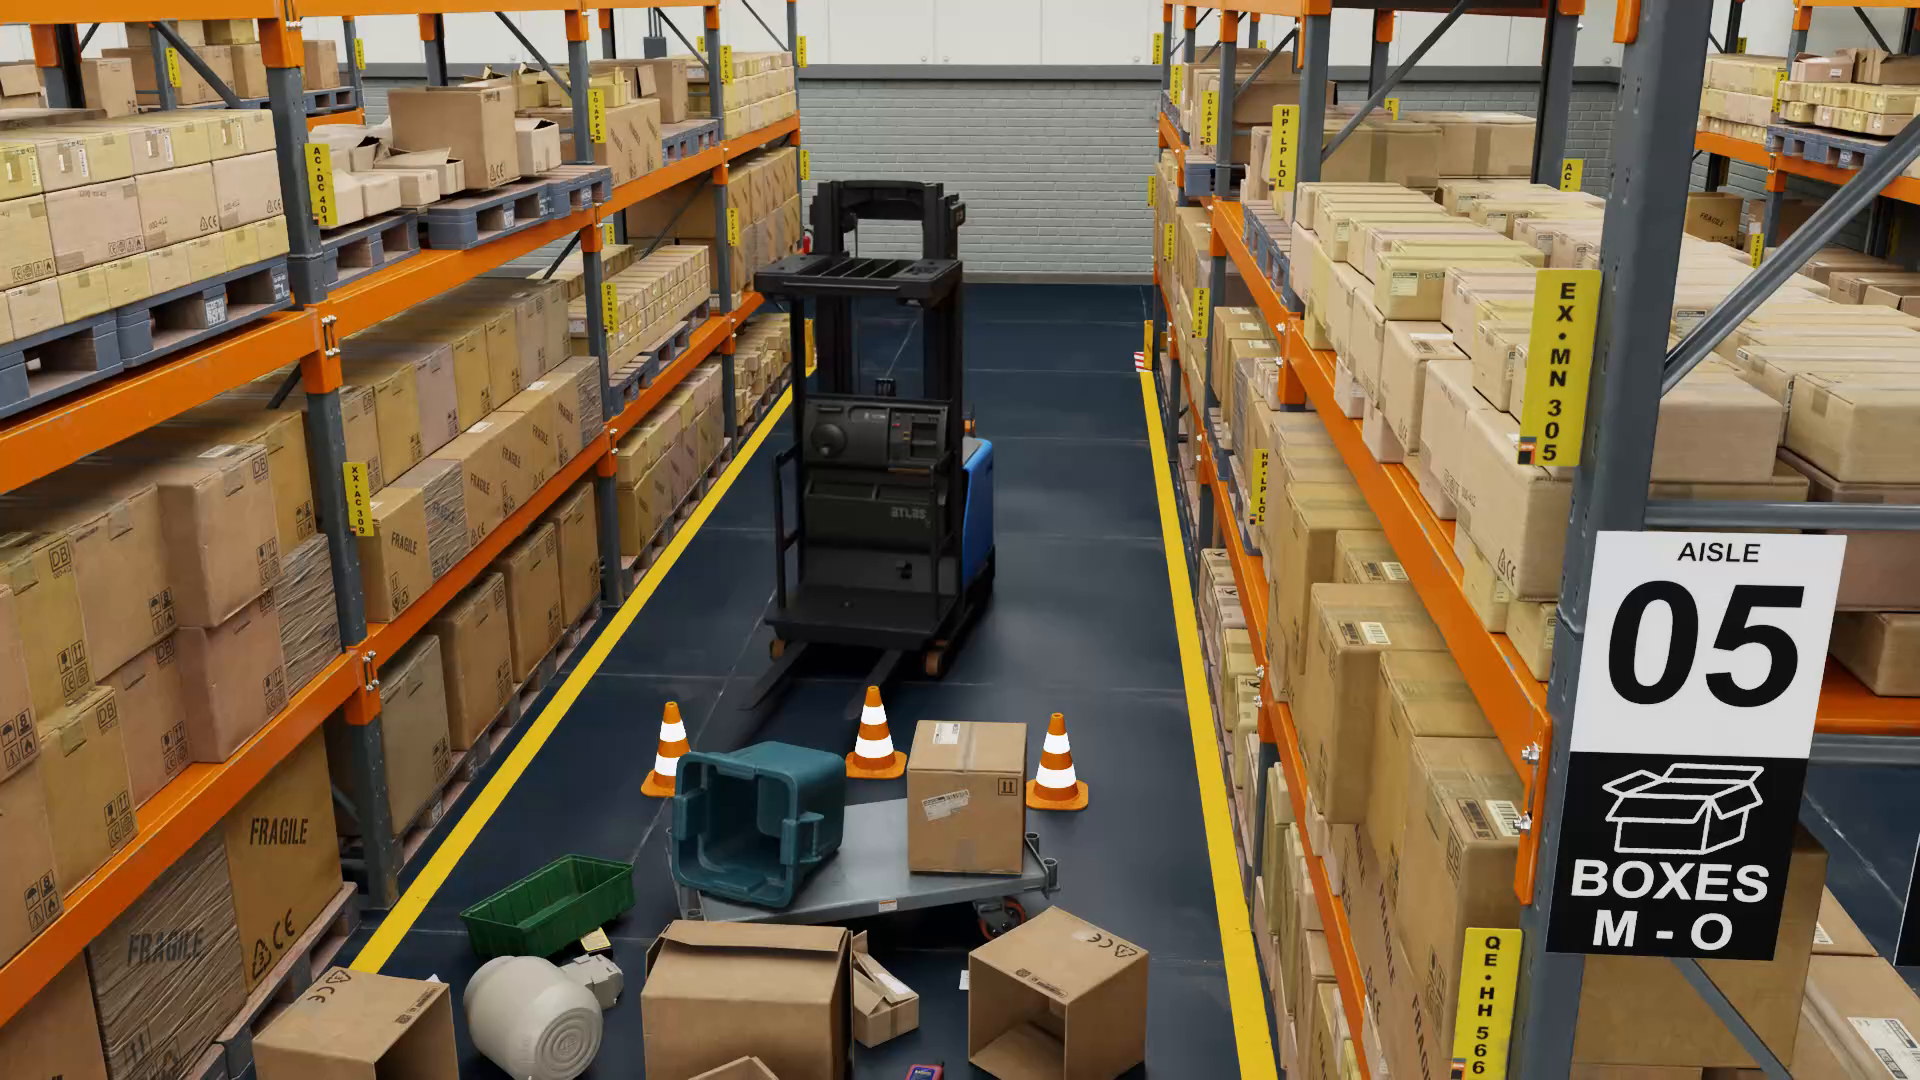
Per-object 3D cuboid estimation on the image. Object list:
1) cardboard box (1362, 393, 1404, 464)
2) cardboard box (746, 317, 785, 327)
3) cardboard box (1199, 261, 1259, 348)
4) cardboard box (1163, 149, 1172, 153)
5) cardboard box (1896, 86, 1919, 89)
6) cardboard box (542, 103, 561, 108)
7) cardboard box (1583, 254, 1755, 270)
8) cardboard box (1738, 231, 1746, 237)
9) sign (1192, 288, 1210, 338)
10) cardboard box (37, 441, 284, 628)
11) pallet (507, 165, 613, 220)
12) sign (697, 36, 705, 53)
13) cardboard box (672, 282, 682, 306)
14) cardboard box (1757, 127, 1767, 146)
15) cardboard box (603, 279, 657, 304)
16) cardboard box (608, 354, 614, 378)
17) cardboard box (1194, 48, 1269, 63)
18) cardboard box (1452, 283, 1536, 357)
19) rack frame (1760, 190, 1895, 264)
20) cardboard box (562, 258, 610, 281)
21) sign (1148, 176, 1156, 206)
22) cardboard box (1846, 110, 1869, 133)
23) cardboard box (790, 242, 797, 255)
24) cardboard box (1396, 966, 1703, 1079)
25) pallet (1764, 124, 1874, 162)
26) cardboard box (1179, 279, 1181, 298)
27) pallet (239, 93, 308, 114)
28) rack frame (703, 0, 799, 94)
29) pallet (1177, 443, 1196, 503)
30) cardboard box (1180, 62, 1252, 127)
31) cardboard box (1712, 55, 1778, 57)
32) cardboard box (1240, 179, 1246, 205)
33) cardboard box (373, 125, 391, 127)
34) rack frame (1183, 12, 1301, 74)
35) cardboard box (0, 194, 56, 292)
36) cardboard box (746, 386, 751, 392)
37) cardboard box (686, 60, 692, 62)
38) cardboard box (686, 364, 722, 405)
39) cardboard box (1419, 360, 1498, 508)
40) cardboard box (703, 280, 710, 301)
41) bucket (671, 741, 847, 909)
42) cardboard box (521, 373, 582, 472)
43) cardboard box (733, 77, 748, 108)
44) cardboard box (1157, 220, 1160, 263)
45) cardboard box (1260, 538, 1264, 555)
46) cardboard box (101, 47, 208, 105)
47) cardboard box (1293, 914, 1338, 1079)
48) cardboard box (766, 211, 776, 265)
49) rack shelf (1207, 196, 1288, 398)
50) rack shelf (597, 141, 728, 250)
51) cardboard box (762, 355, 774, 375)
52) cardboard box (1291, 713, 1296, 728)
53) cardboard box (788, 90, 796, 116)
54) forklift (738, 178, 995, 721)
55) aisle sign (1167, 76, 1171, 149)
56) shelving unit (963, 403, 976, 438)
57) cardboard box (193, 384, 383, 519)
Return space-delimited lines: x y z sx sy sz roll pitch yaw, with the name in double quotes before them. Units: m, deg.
"cardboard box" 1.342 -0.315 4.654 0.380 0.149 0.250 1 18 3
"cardboard box" -2.128 -2.343 18.206 0.380 0.149 0.250 2 18 5
"cardboard box" 1.879 -1.588 11.185 0.500 0.500 0.500 1 18 2
"cardboard box" 2.375 -4.110 17.842 0.380 0.149 0.250 2 18 5
"cardboard box" 7.403 -3.391 12.728 0.380 0.149 0.250 2 18 5
"cardboard box" -3.031 -2.789 11.641 0.500 0.500 0.500 1 18 4
"cardboard box" 1.899 -0.677 4.477 0.380 0.149 0.250 2 18 5
"cardboard box" 7.822 -3.035 17.131 0.500 0.250 0.500 1 18 4
"sign" 1.549 -1.460 10.703 0.100 0.325 0.005 1 18 4
"cardboard box" -3.112 -0.033 6.231 0.875 0.550 0.550 1 18 4
"pallet" -2.834 -2.112 10.039 1.213 0.211 1.003 2 18 6
"sign" -2.809 -5.315 18.107 0.100 0.325 0.005 1 18 4
"cardboard box" -2.460 -1.989 13.428 0.380 0.149 0.250 0 18 1
"cardboard box" 7.072 -3.456 14.238 0.380 0.149 0.250 1 18 4
"cardboard box" -2.522 -1.888 12.642 0.380 0.149 0.250 2 18 6
"cardboard box" -2.608 -1.193 11.474 0.380 0.149 0.250 1 18 3
"cardboard box" 2.455 -4.282 15.356 0.797 0.503 0.637 3 18 8
"cardboard box" 1.411 -0.523 4.008 0.380 0.149 0.250 1 18 4
"rack frame" 7.341 -2.031 14.306 1.000 3.000 0.127 1 18 4
"cardboard box" -3.097 -2.227 13.677 0.380 0.149 0.250 1 18 3
"sign" 2.124 -3.847 18.328 0.100 0.325 0.005 1 18 4
"cardboard box" 6.825 -3.105 12.332 0.380 0.149 0.250 2 18 5
"cardboard box" -2.009 -3.236 18.384 0.380 0.149 0.250 1 18 4
"cardboard box" 1.294 1.222 3.737 0.500 0.500 0.500 1 18 3
"pallet" 7.224 -3.167 13.254 1.213 0.211 1.003 1 18 4
"cardboard box" 2.068 -2.014 13.692 0.500 0.250 0.500 2 18 5
"pallet" -7.335 -4.377 16.790 1.003 0.211 1.213 1 18 4
"rack frame" -2.268 -6.313 17.739 1.000 3.000 0.127 1 18 4
"pallet" 2.410 -0.575 14.338 1.003 0.211 1.213 1 18 4
"cardboard box" 2.038 -3.546 13.276 0.500 0.500 0.500 1 18 3
"cardboard box" 7.837 -4.701 16.596 0.500 0.250 0.500 1 18 2
"cardboard box" 1.911 -2.111 10.134 0.380 0.149 0.250 1 18 4
"cardboard box" -3.148 -2.204 9.420 0.500 0.250 0.500 2 18 5
"rack frame" 2.390 -4.992 13.706 1.000 3.000 0.127 1 18 4
"cardboard box" -3.017 -0.850 4.811 0.500 0.250 0.500 1 18 4
"cardboard box" -2.254 -1.412 16.319 0.380 0.149 0.250 1 18 3
"cardboard box" -2.684 -4.343 15.340 0.380 0.149 0.250 2 18 6
"cardboard box" -2.356 -1.351 14.365 0.500 0.250 0.500 1 18 2
"cardboard box" 1.348 -0.231 3.755 0.500 0.250 0.500 1 18 3
"cardboard box" -2.385 -2.173 14.465 0.380 0.149 0.250 1 18 3
"bucket" -0.838 1.191 7.286 0.726 0.611 0.620 8 10 23
"cardboard box" -2.643 -0.725 10.157 0.500 0.500 0.500 1 18 4
"cardboard box" -2.240 -4.111 15.272 0.500 0.250 0.500 1 18 4
"cardboard box" 2.348 -3.131 17.499 0.500 0.500 0.500 1 18 3
"cardboard box" 1.615 0.016 7.786 0.380 0.149 0.250 1 18 2
"cardboard box" -7.498 -4.327 15.497 0.700 0.500 0.500 0 18 1
"cardboard box" 1.439 1.599 5.763 0.500 0.500 0.500 2 18 7
"cardboard box" -2.158 -3.034 16.727 0.500 0.500 0.500 2 18 7
"rack shelf" 1.960 -1.361 8.598 1.077 0.370 4.000 1 18 4
"rack shelf" -2.698 -2.683 12.631 1.077 0.370 4.000 1 18 4
"cardboard box" -2.110 -1.791 16.996 0.380 0.149 0.250 1 18 4
"cardboard box" 1.508 0.633 6.577 0.380 0.149 0.250 2 18 6
"cardboard box" -2.036 -4.670 17.780 0.500 0.250 0.500 1 18 3
"forklift" -0.579 -0.670 10.261 1.130 2.935 3.031 4 19 12
"aisle sign" 2.393 -4.648 18.115 0.394 0.787 0.004 1 18 4
"shelving unit" 0.004 -0.516 12.810 0.215 1.050 0.252 1 18 4
"cardboard box" -3.098 -0.413 7.599 0.700 0.500 0.500 1 18 3
